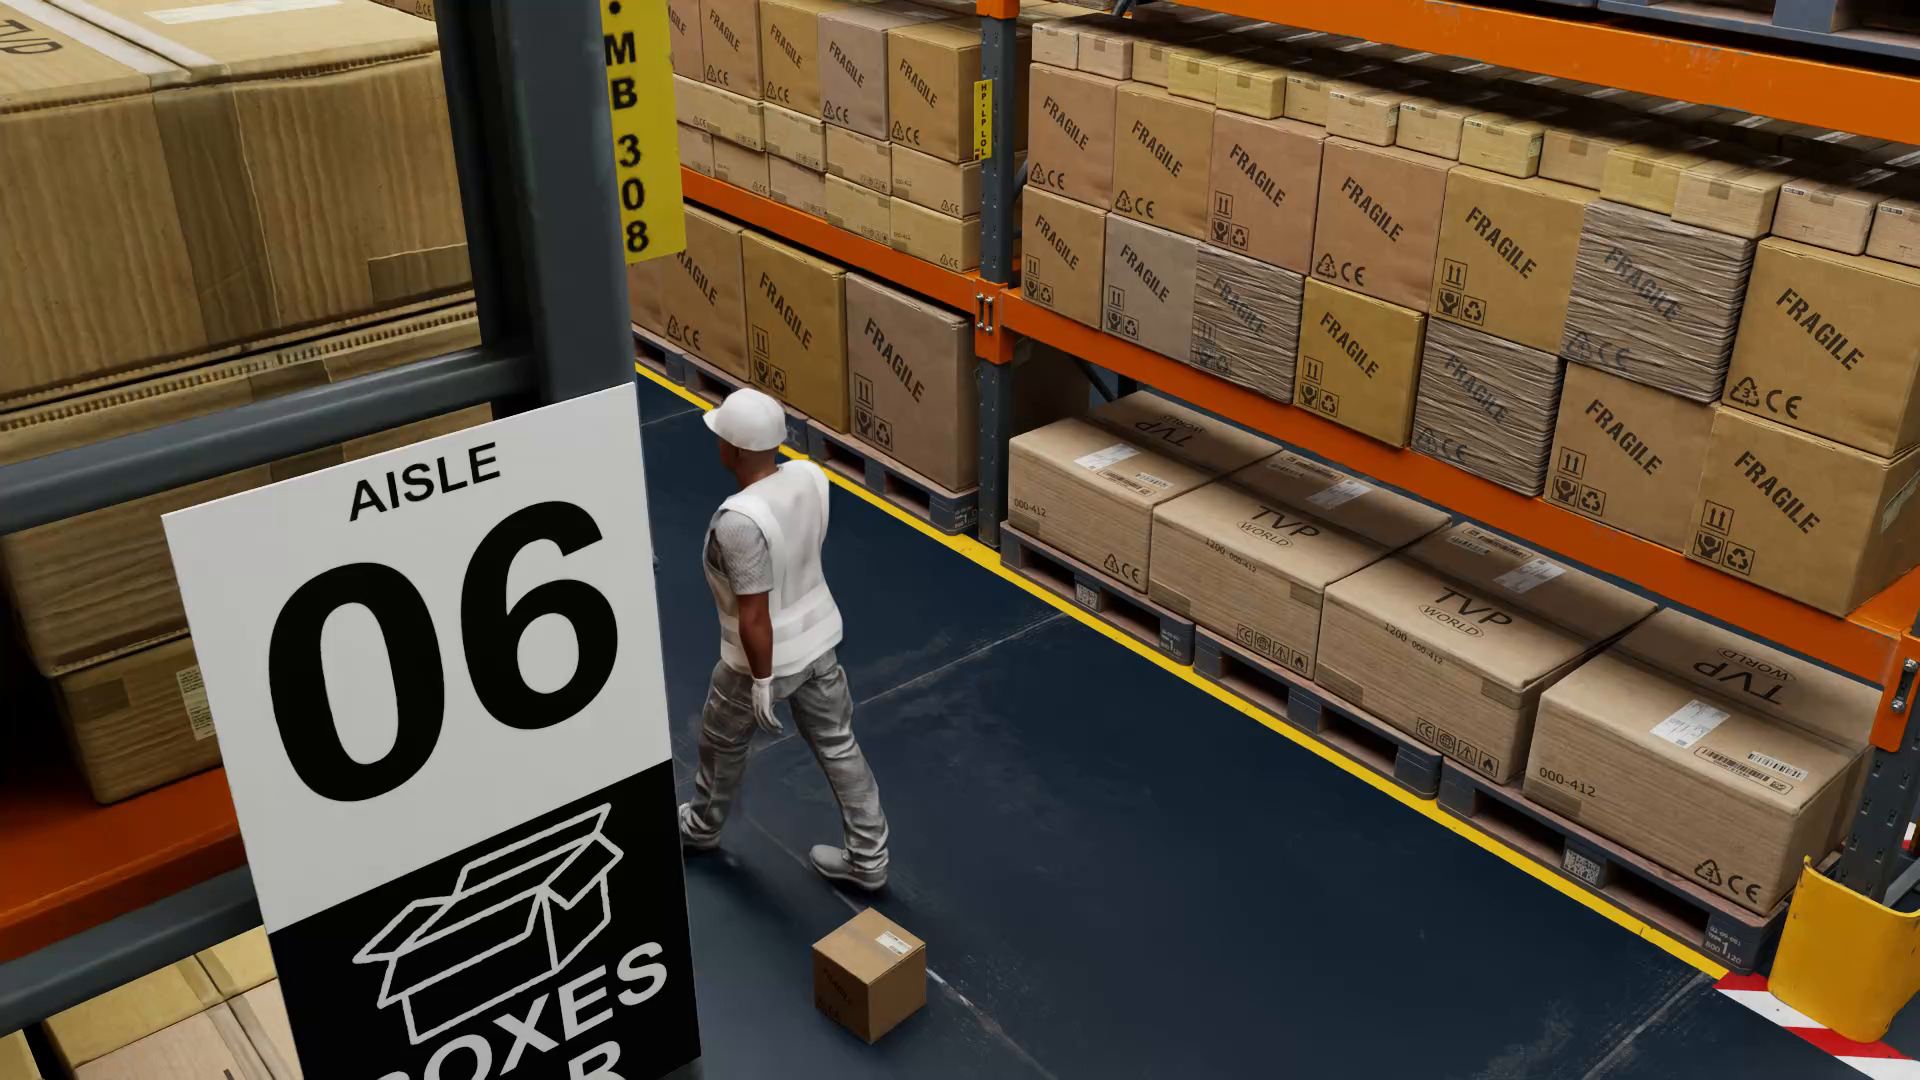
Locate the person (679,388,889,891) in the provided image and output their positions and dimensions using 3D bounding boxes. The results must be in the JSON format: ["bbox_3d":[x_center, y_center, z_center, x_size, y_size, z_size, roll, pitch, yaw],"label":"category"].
[{"bbox_3d":[-0.646,0.318,5.477,0.915,1.736,0.567,17,32,29],"label":"person"}]
